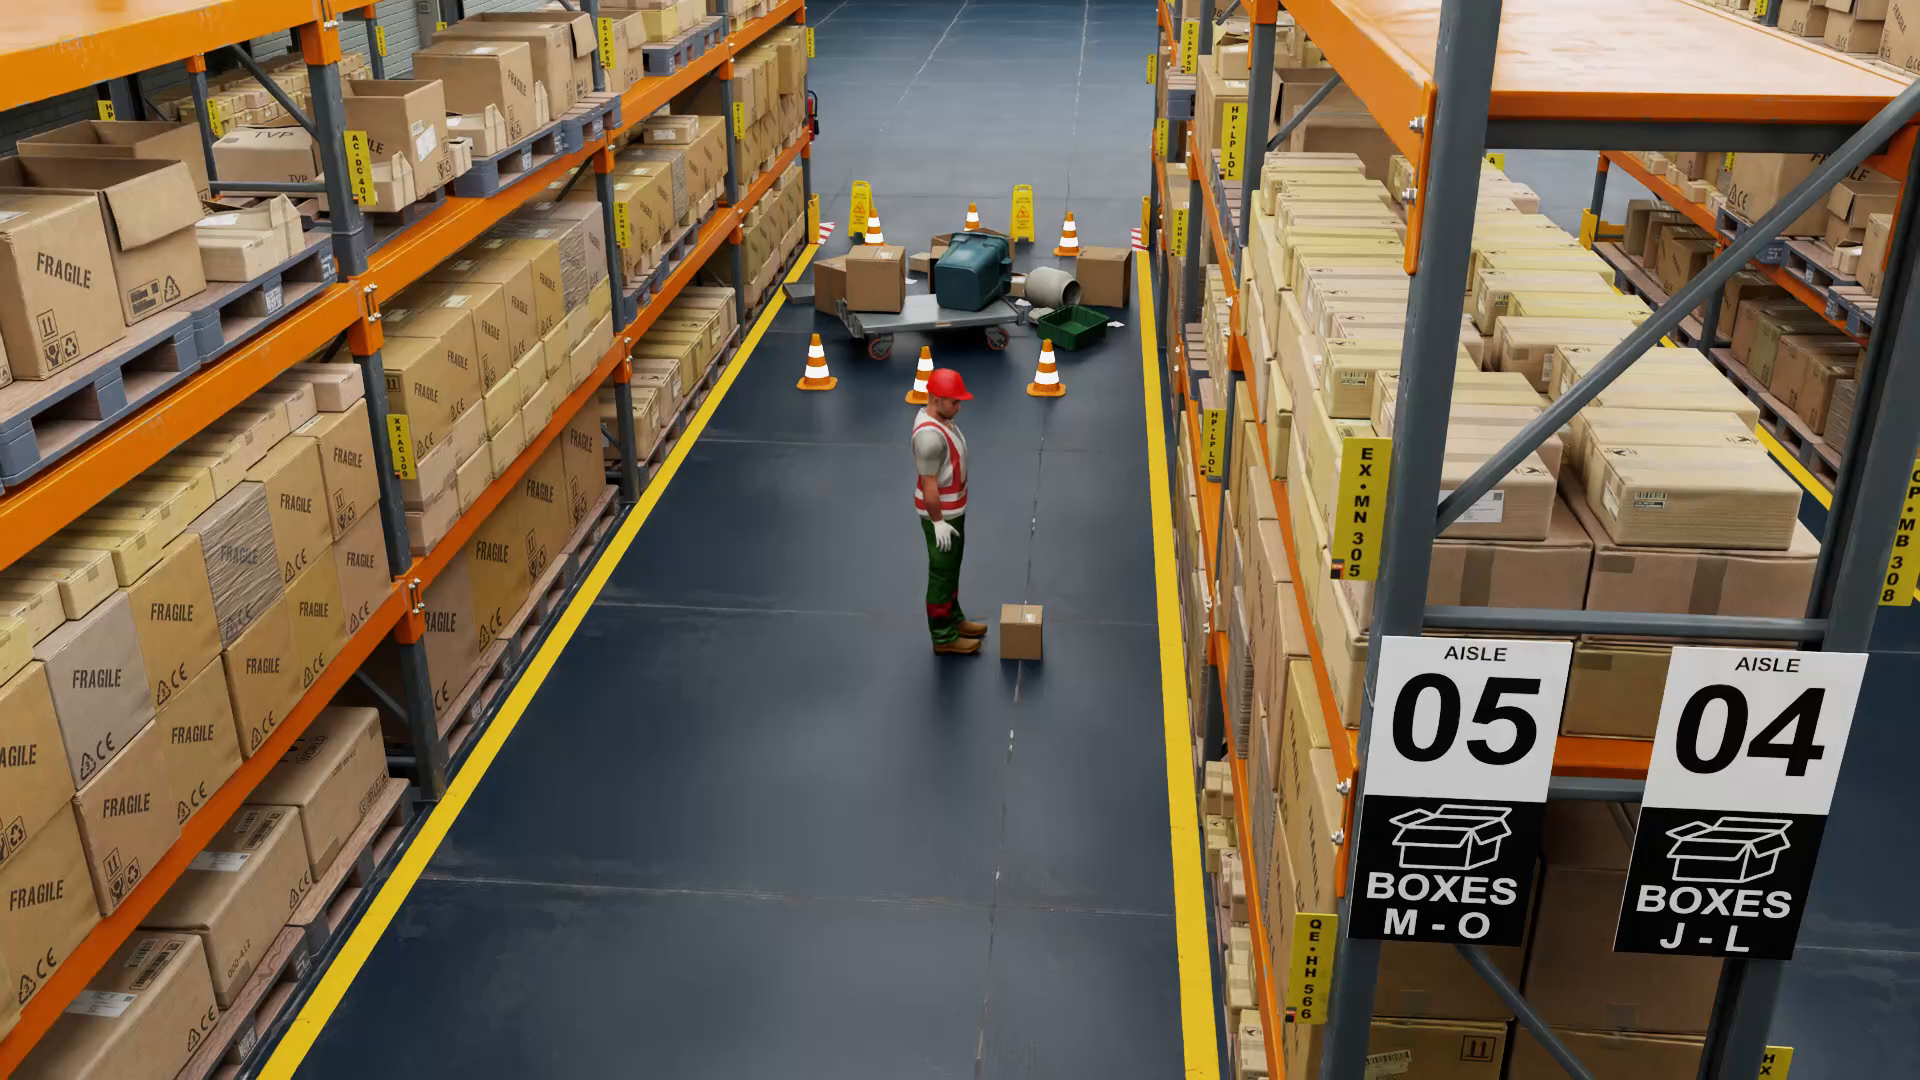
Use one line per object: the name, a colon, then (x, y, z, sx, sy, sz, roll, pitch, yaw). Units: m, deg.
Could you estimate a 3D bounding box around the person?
person: (-0.058, -0.169, 9.906, 0.434, 1.791, 0.556, 2, 24, 5)
